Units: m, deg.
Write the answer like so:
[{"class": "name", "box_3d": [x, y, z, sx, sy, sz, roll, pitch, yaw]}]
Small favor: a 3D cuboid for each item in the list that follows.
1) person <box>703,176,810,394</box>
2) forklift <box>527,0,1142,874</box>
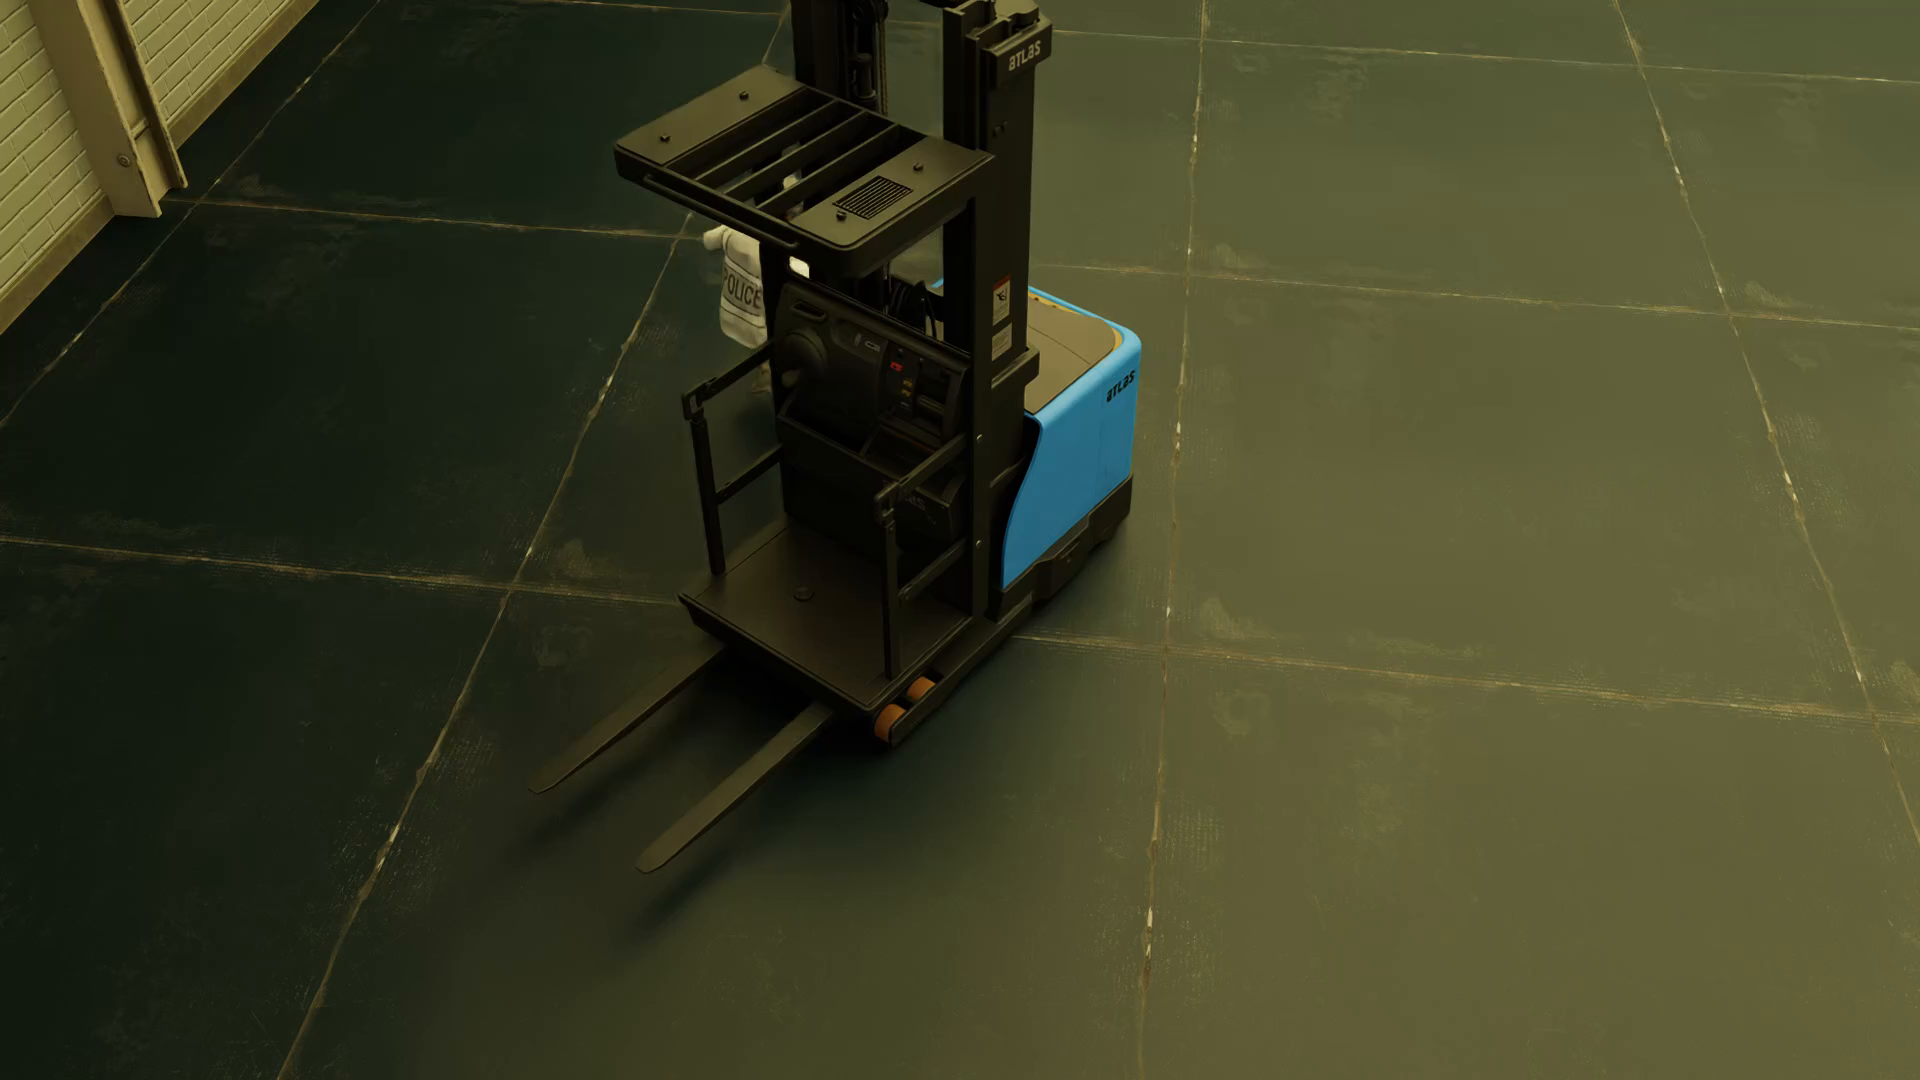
[{"class": "person", "box_3d": [-0.816, -1.168, 8.094, 0.872, 1.469, 0.727, 26, 49, 26]}, {"class": "forklift", "box_3d": [-0.495, -0.611, 6.389, 1.130, 2.935, 3.031, 28, 50, 27]}]
